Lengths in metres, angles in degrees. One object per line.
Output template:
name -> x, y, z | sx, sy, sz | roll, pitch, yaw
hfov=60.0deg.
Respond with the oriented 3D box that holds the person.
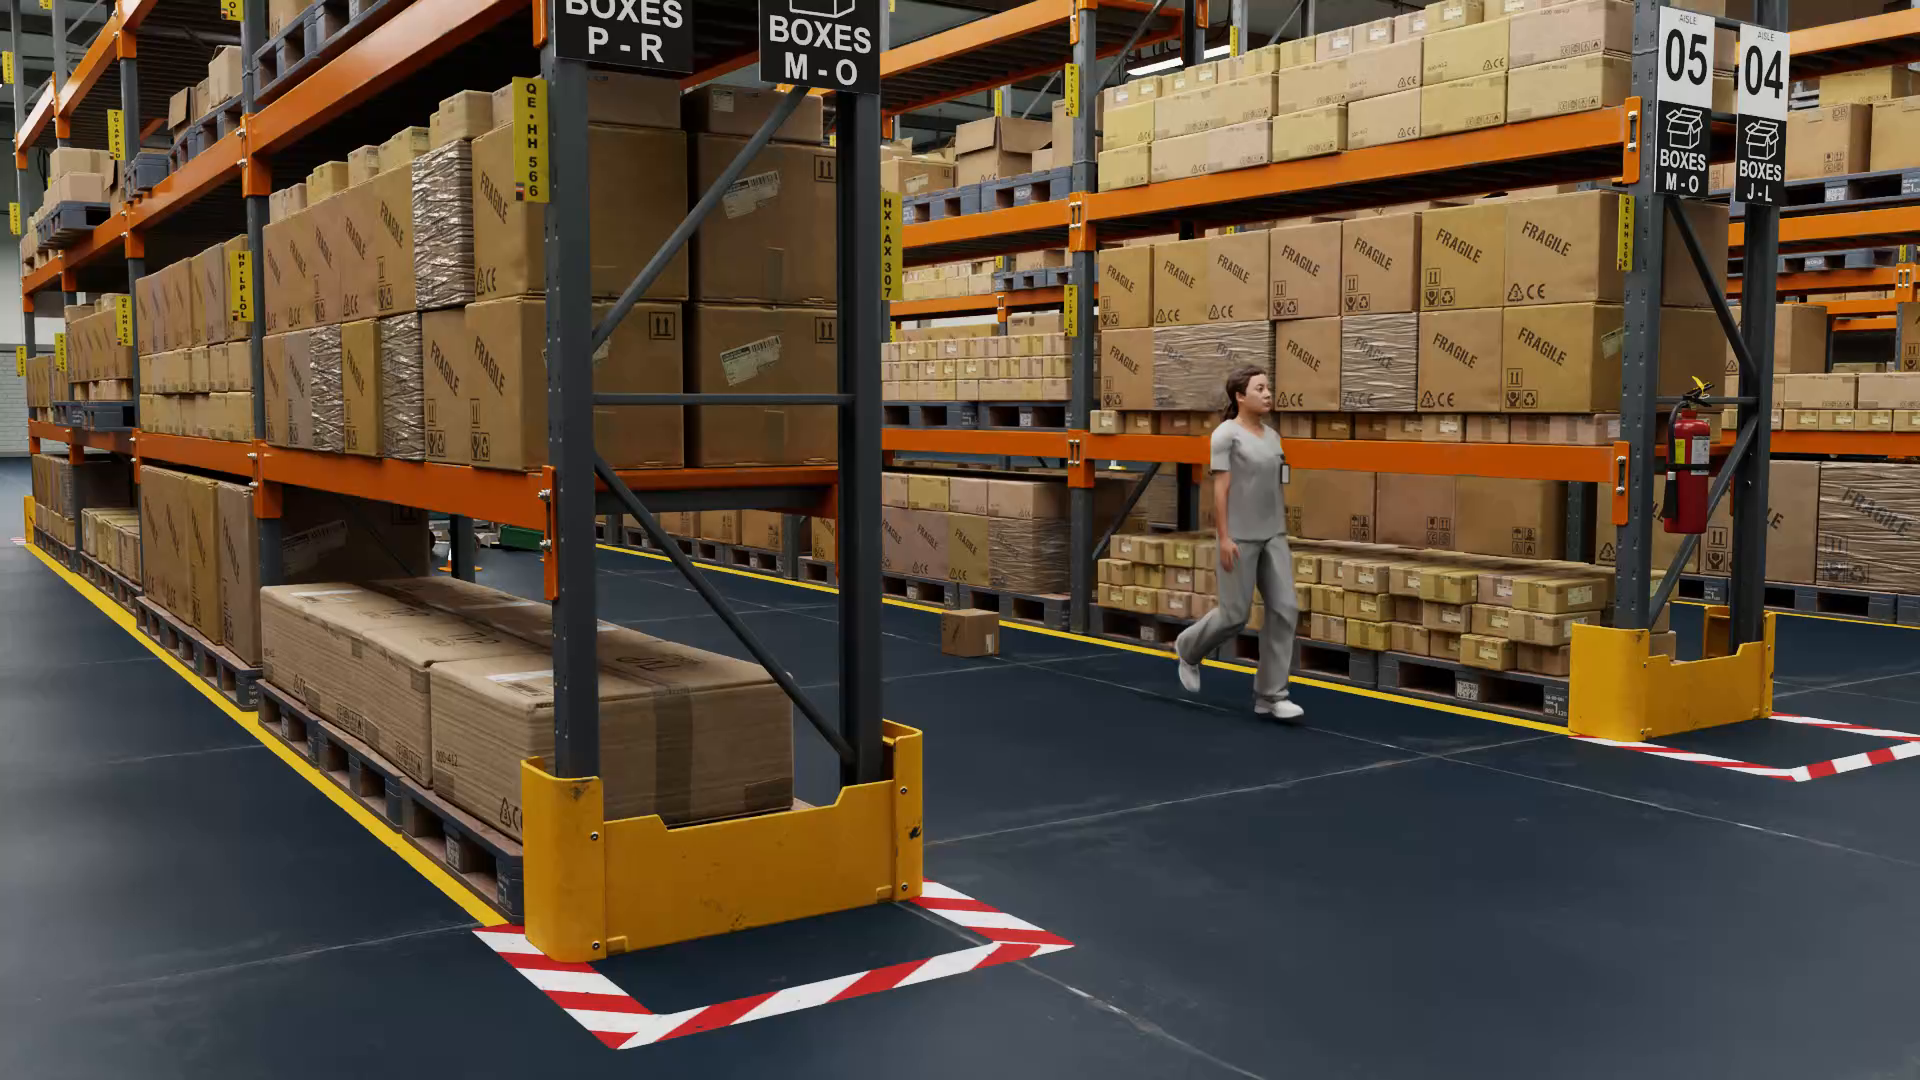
person -> 1.353, -0.007, 7.920 | 0.441, 1.645, 0.763 | -3, 5, -30
